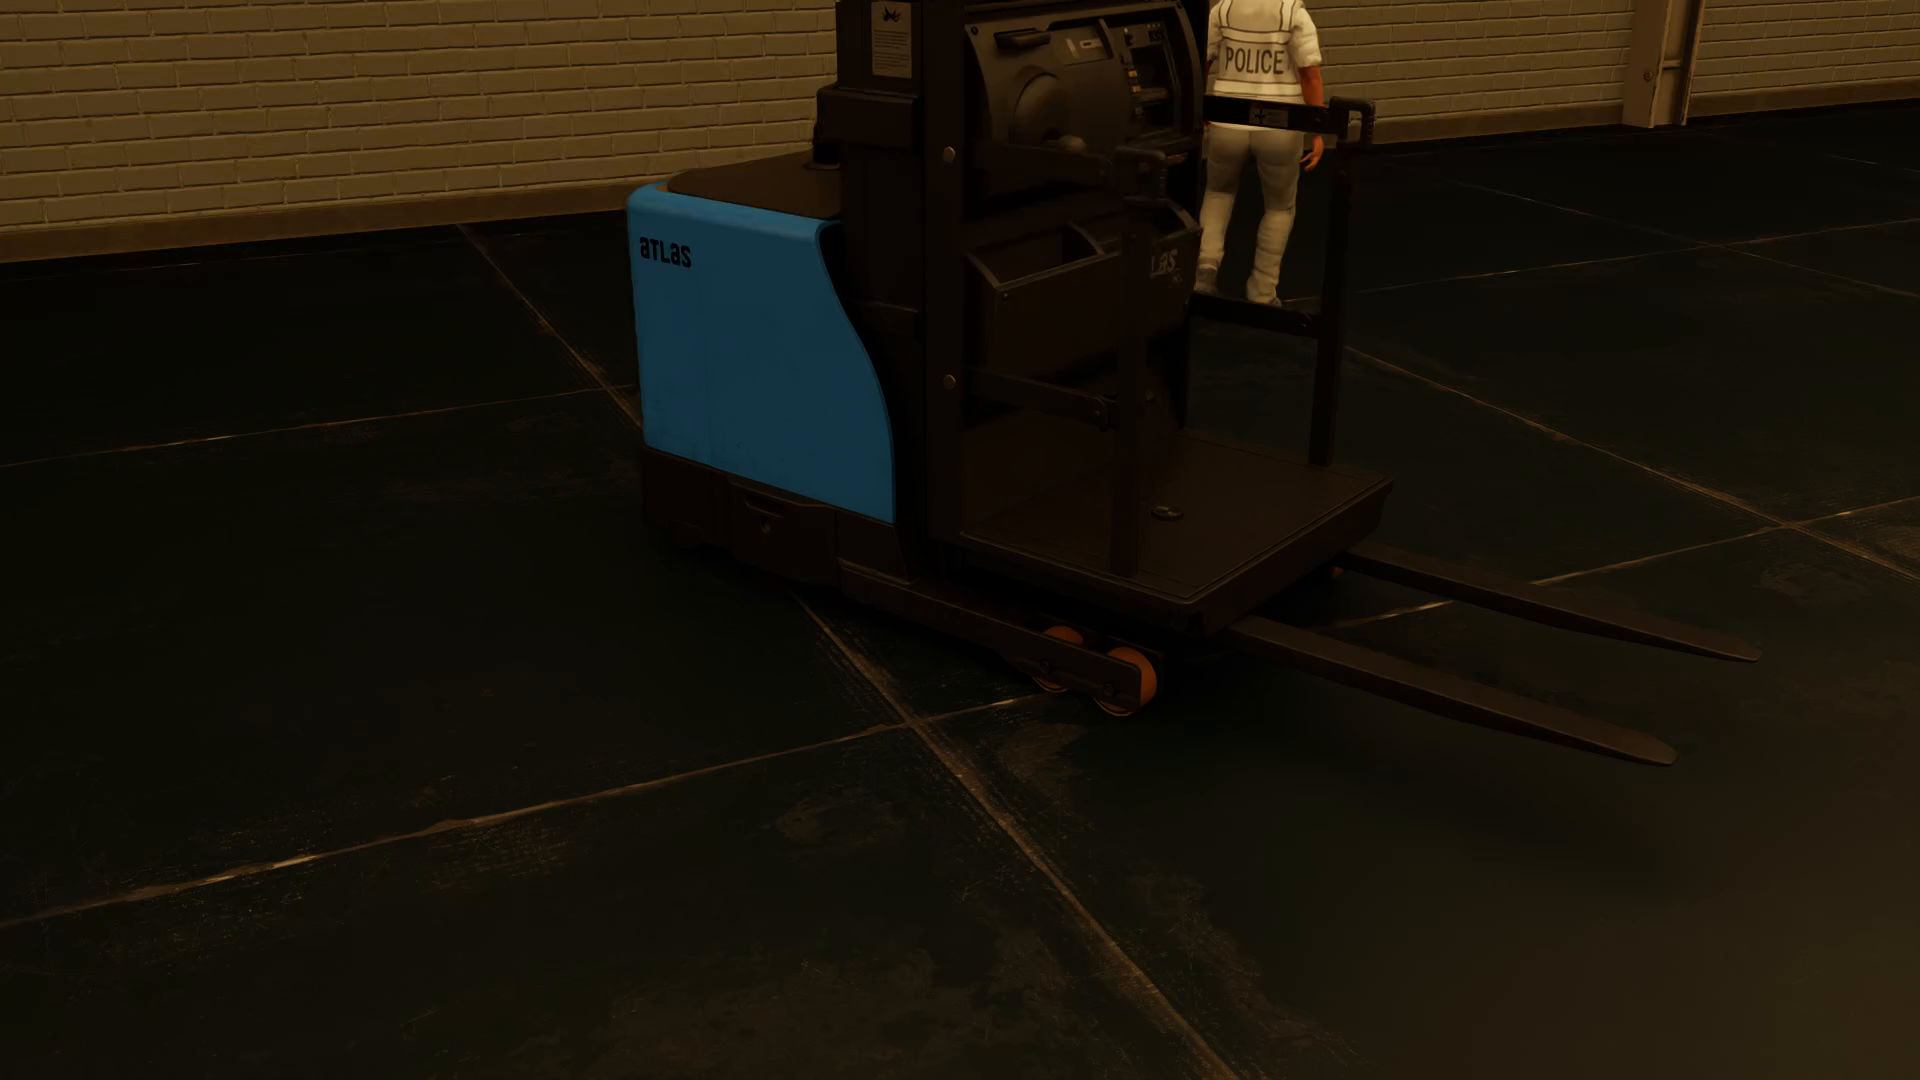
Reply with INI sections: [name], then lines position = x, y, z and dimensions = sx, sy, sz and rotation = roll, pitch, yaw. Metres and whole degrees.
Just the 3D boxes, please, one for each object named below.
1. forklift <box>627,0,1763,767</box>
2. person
[forklift]
position = 0.496, -1.151, 4.057
dimensions = 3.031, 2.935, 1.130
rotation = 17, 28, 36
[person]
position = 1.305, -1.811, 7.332
dimensions = 0.645, 1.645, 0.454
rotation = 9, 24, 22
